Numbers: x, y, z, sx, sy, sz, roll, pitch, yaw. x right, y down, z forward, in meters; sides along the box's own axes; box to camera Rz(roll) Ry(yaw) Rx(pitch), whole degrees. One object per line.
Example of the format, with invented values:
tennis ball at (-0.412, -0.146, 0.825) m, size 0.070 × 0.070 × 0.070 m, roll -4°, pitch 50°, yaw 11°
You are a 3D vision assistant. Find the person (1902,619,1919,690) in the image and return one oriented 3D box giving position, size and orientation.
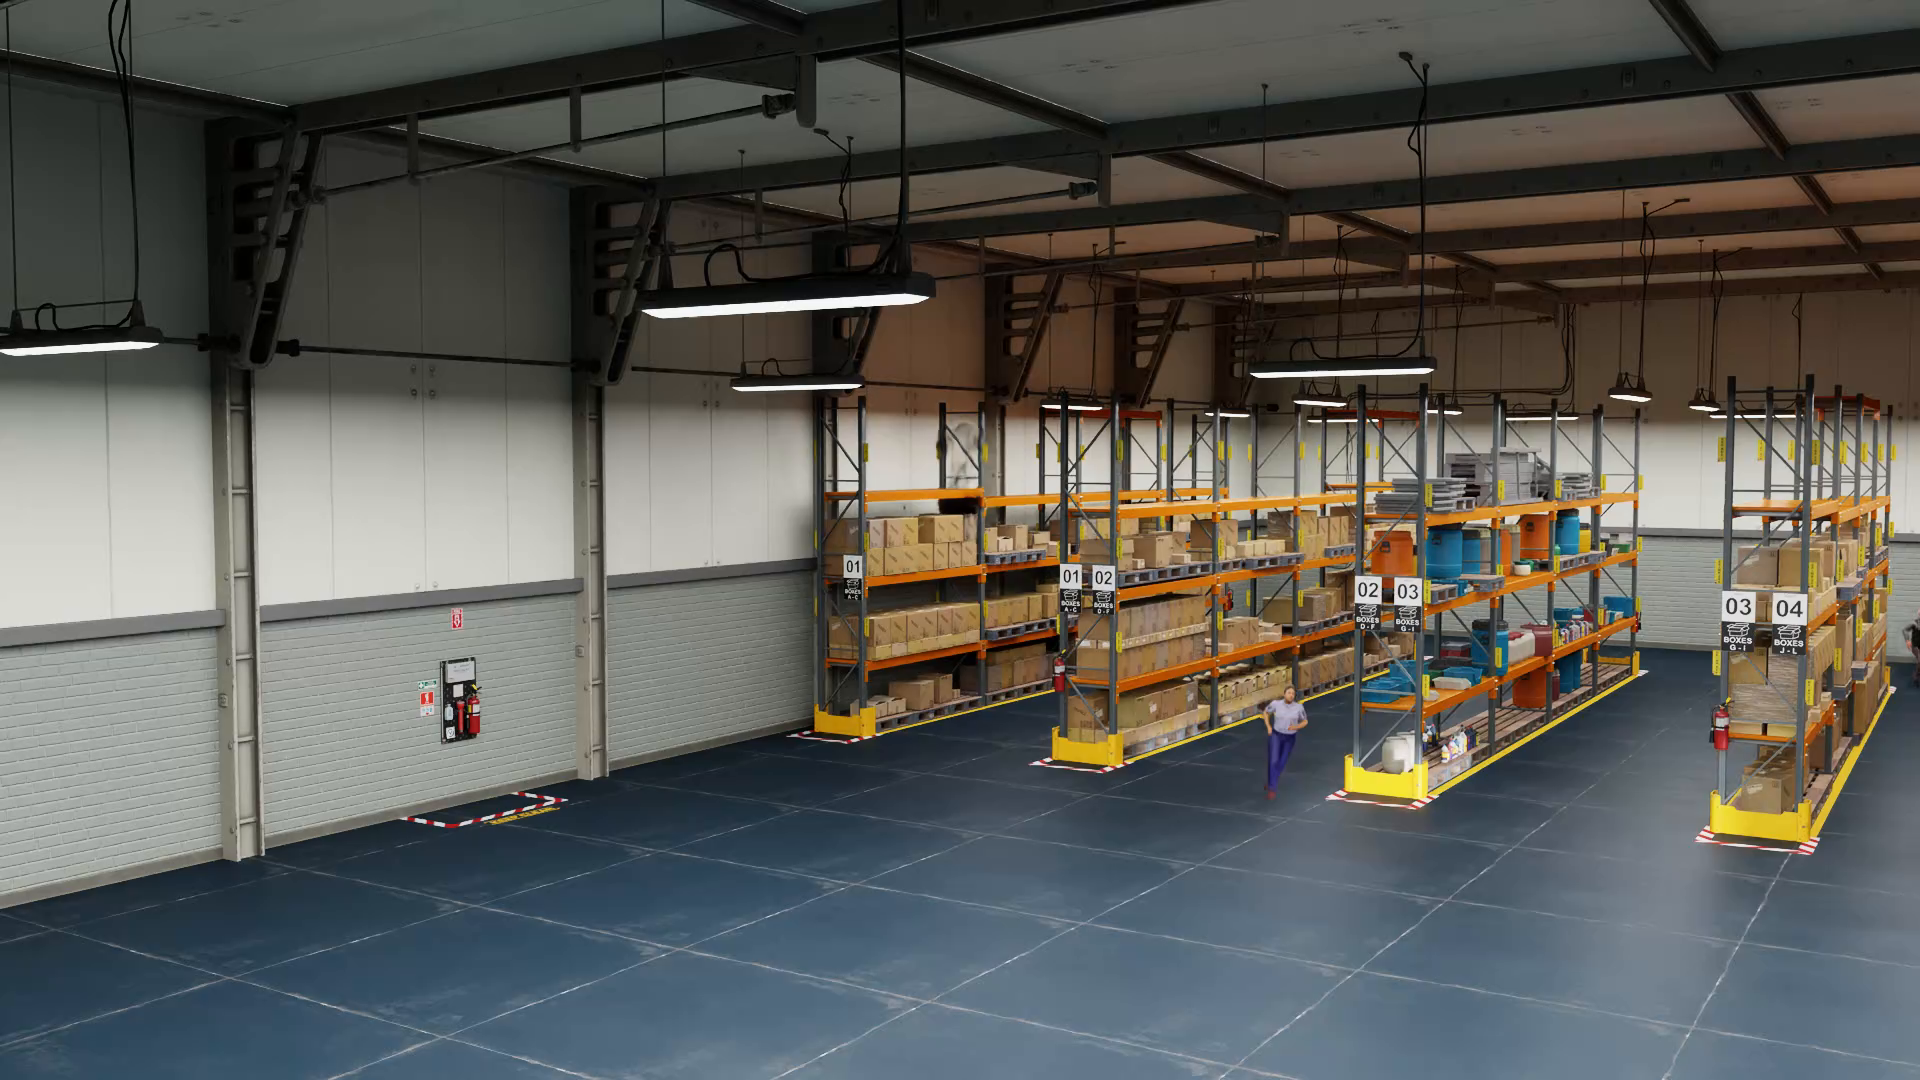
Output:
person at (20.374, 2.321, 35.218) m, size 0.655 × 1.751 × 0.775 m, roll 0°, pitch 3°, yaw -1°

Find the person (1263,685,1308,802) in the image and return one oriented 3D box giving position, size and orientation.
person at (4.731, 2.926, 24.248) m, size 0.653 × 1.636 × 0.869 m, roll 0°, pitch 3°, yaw -1°
